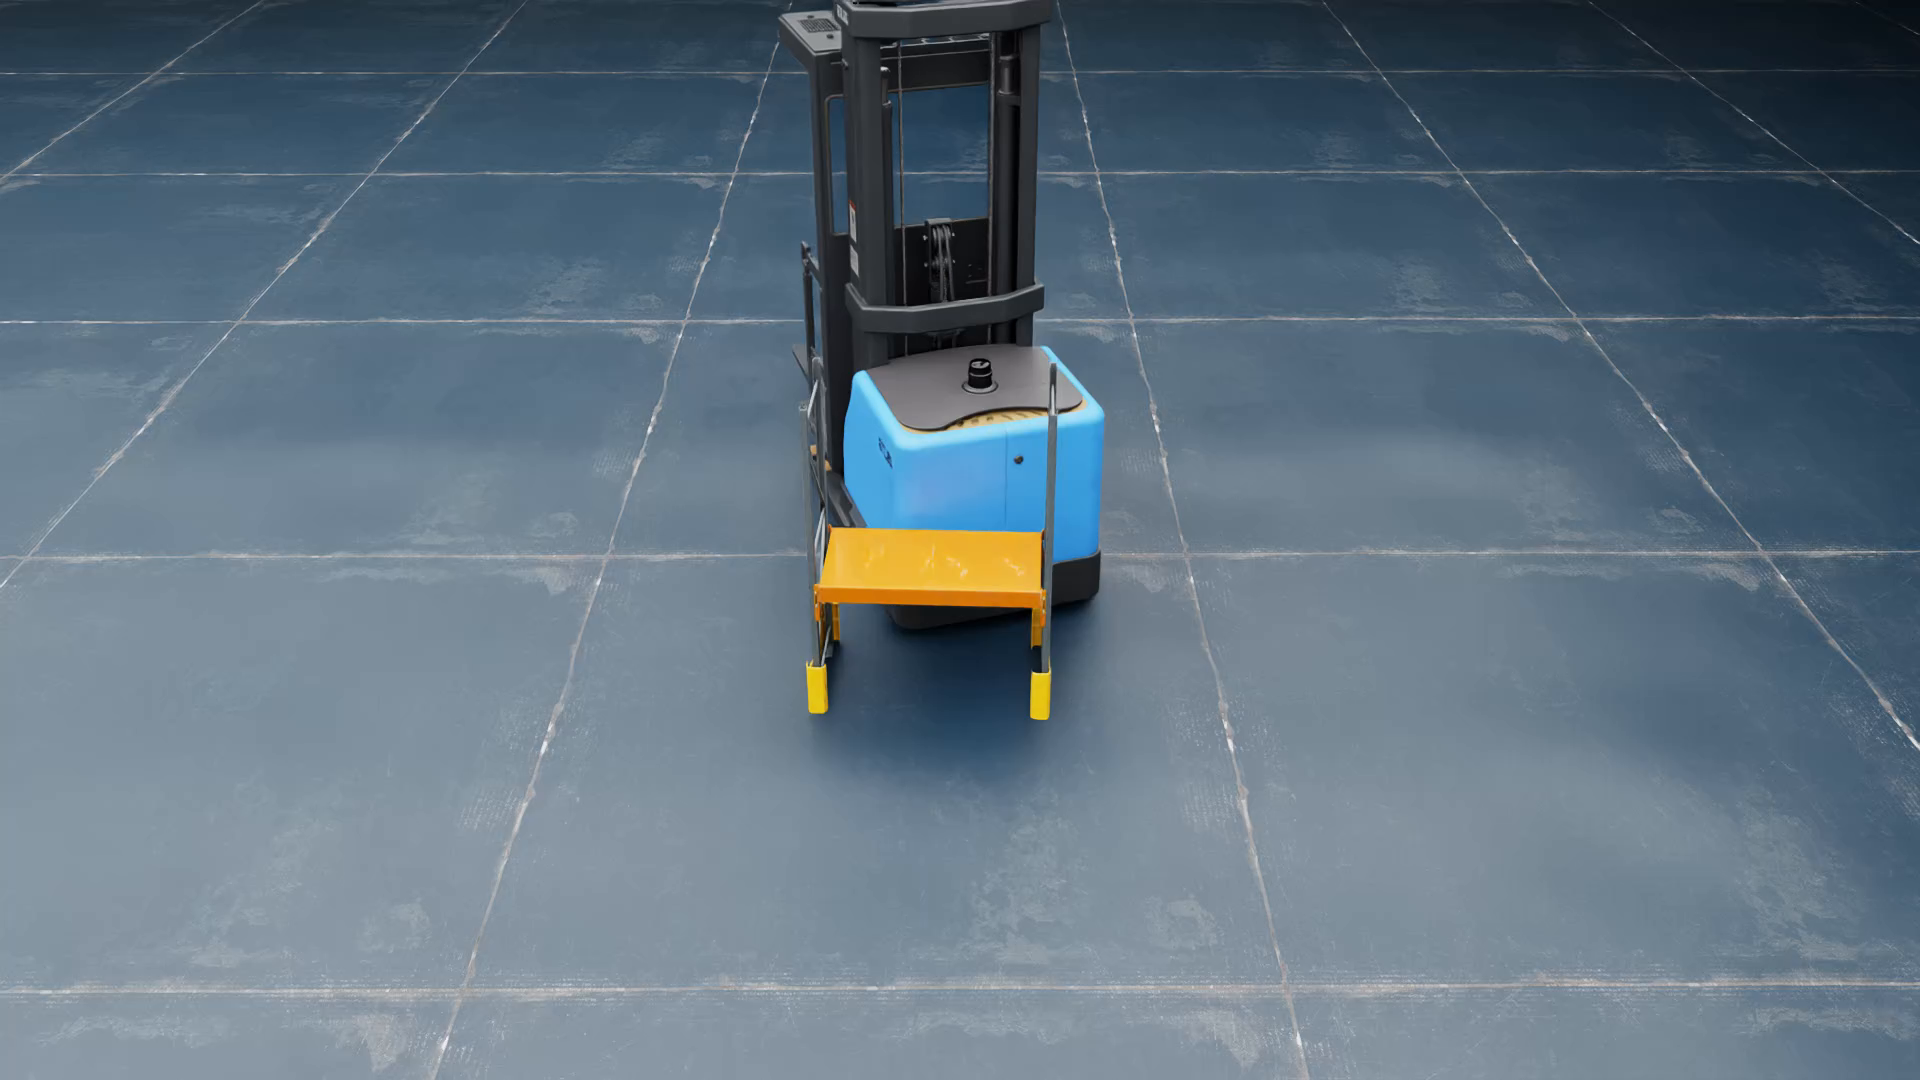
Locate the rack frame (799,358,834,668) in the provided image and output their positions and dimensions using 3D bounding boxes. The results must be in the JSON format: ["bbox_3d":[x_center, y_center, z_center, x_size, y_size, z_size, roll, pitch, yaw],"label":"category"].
[{"bbox_3d":[-0.627,-0.013,7.326,0.032,1.500,0.500,1,31,2],"label":"rack frame"}]

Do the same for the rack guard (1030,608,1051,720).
[{"bbox_3d":[0.369,0.544,7.612,0.087,0.250,0.587,1,31,2],"label":"rack guard"}]

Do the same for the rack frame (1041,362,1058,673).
[{"bbox_3d":[0.389,0.011,7.287,0.032,1.500,0.500,1,31,2],"label":"rack frame"}]

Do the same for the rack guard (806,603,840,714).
[{"bbox_3d":[-0.626,0.521,7.650,0.087,0.250,0.587,1,31,2],"label":"rack guard"}]

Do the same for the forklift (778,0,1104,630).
[{"bbox_3d":[-0.252,-1.581,8.531,1.130,2.935,3.031,-10,33,-15],"label":"forklift"}]

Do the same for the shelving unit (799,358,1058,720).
[{"bbox_3d":[-0.128,-0.001,7.306,1.083,1.500,0.587,1,31,2],"label":"shelving unit"}]

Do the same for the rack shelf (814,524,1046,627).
[{"bbox_3d":[-0.119,0.153,7.399,1.000,0.185,0.538,1,31,2],"label":"rack shelf"}]
